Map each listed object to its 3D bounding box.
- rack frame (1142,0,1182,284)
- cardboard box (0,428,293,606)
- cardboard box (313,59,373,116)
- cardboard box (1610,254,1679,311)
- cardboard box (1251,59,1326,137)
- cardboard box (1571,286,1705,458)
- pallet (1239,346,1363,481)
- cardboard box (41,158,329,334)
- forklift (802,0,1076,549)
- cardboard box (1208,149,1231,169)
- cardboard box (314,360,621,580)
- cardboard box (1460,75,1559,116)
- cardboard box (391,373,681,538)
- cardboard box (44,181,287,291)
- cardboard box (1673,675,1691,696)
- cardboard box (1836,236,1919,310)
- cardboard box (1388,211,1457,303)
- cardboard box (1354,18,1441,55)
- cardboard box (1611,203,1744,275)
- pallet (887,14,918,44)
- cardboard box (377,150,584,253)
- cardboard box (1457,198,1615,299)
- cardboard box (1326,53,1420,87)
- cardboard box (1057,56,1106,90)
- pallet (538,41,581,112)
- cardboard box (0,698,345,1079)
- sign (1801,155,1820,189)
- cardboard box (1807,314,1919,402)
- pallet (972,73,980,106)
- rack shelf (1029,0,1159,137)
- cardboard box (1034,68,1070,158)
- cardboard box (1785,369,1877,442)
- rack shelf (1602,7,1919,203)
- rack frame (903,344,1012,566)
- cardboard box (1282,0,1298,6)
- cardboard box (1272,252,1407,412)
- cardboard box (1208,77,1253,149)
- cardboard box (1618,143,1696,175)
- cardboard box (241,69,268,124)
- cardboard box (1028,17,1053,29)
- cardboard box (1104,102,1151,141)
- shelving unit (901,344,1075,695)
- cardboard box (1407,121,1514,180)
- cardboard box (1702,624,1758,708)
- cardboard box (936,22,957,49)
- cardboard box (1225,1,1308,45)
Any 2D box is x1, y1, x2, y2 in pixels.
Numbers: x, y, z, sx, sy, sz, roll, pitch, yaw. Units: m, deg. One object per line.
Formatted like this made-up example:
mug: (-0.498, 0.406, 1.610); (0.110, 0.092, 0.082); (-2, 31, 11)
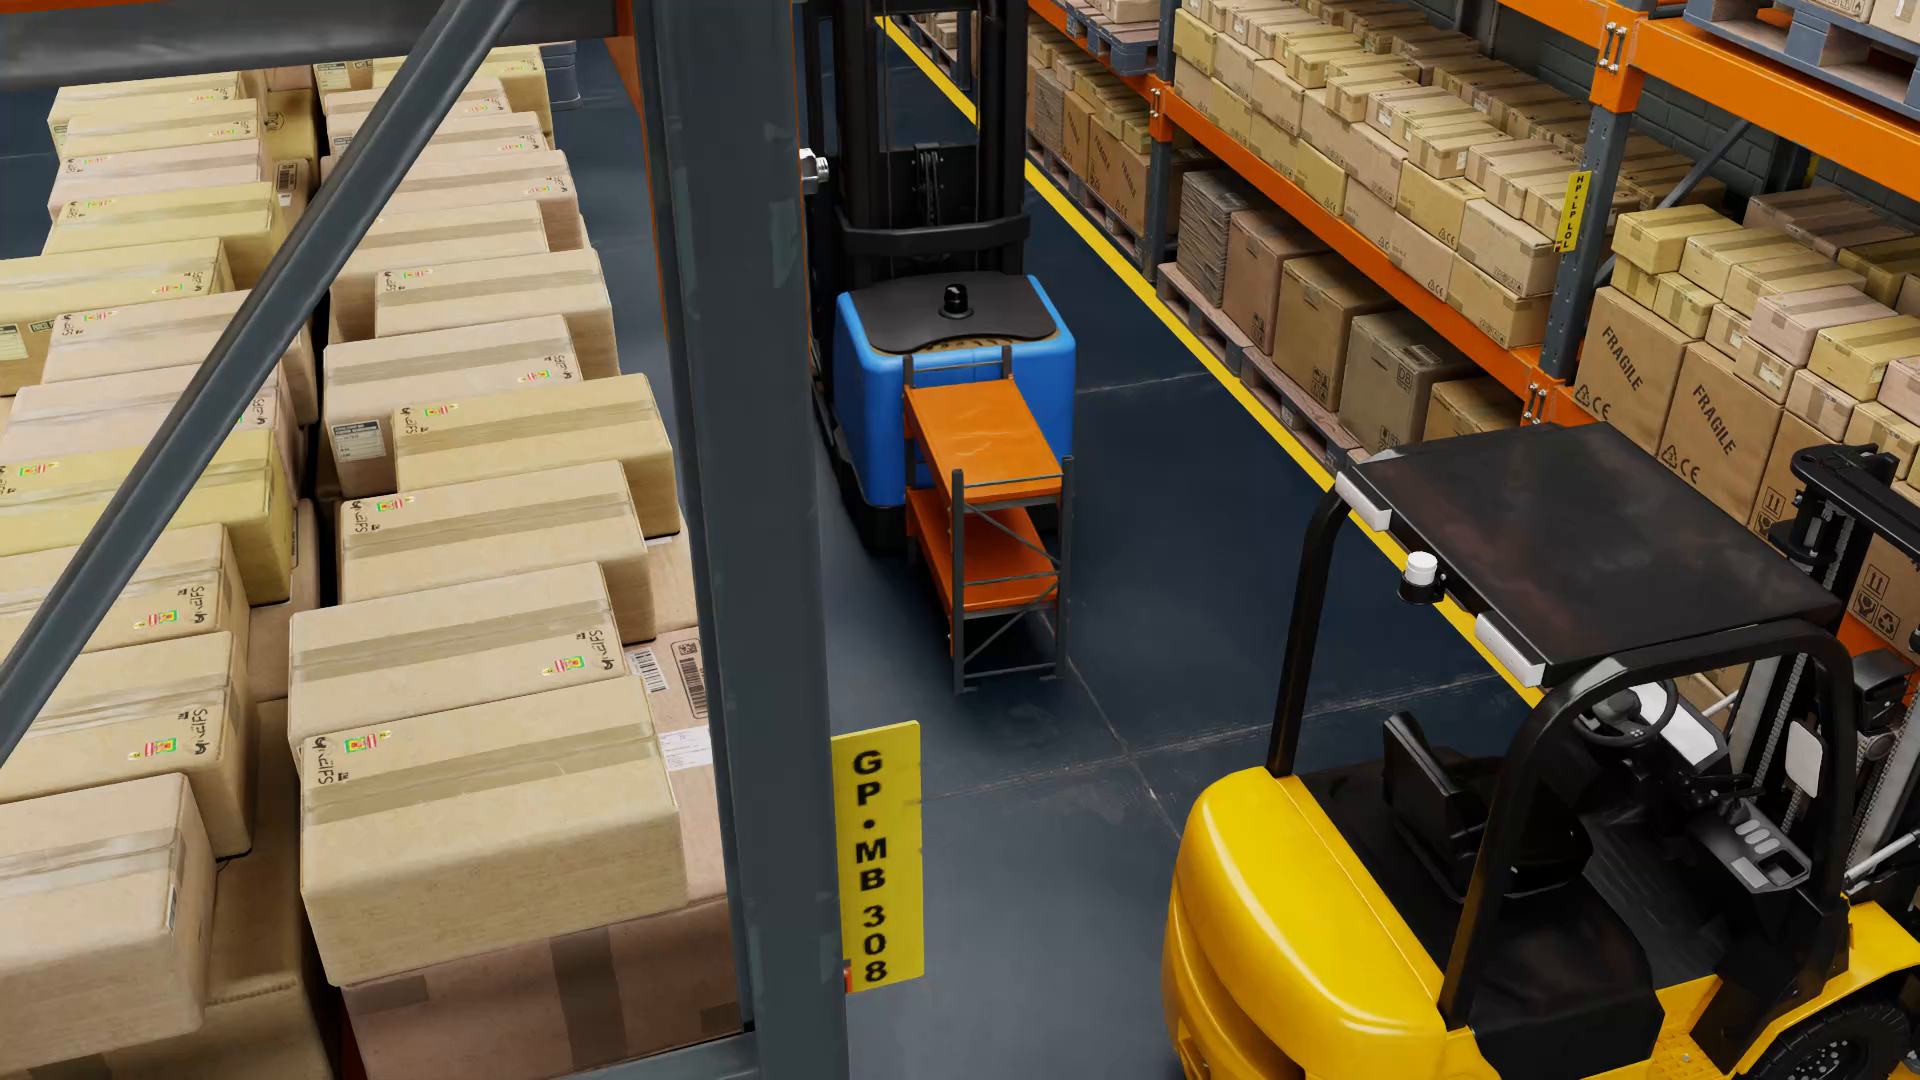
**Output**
rack frame: (1.685, -3.025, 10.106); (1.000, 3.000, 0.127); (-10, 35, -15)
cardboard box: (-1.151, -0.010, 2.327); (0.380, 0.149, 0.250); (-10, 35, -14)
cardboard box: (-1.370, -1.162, 4.072); (0.380, 0.149, 0.250); (-9, 35, -14)
cardboard box: (2.752, -1.025, 6.402); (0.380, 0.149, 0.250); (-11, 35, -15)
cardboard box: (1.882, -2.356, 8.777); (0.500, 0.250, 0.500); (-11, 35, -16)
cardboard box: (2.792, -0.689, 6.482); (0.500, 0.500, 0.500); (-11, 35, -16)
pallet: (2.267, -0.783, 9.243); (1.003, 0.211, 1.213); (-10, 35, -15)
cardboard box: (-1.641, -0.589, 3.566); (0.500, 0.250, 0.500); (-10, 35, -14)
forklift: (-0.265, -1.984, 8.594); (1.130, 2.935, 3.031); (-7, 34, -11)
cardboard box: (1.823, -2.425, 11.086); (0.500, 0.500, 0.500); (-9, 34, -13)
cardboard box: (-0.826, -0.143, 2.890); (0.500, 0.250, 0.500); (-9, 35, -13)
cardboard box: (2.664, -2.136, 8.082); (0.380, 0.149, 0.250); (-10, 35, -15)
cardboard box: (-0.630, -0.103, 2.470); (0.380, 0.149, 0.250); (-10, 35, -15)
cardboard box: (-1.483, -0.545, 3.137); (0.380, 0.149, 0.250); (-9, 35, -14)
cardboard box: (2.914, 0.409, 6.570); (0.500, 0.250, 0.500); (-10, 35, -15)
cardboard box: (3.421, -0.969, 6.046); (0.380, 0.149, 0.250); (-10, 35, -15)
cardboard box: (2.344, -1.345, 7.701); (0.500, 0.250, 0.500); (-10, 35, -15)
cardboard box: (2.331, -2.668, 8.888); (0.380, 0.149, 0.250); (-10, 35, -15)
cardboard box: (2.720, -1.144, 6.311); (0.380, 0.149, 0.250); (-9, 35, -14)
pallet: (-0.119, -4.964, 15.570); (1.003, 0.211, 1.213); (-10, 35, -15)
cardboard box: (-0.952, -0.639, 3.281); (0.380, 0.149, 0.250); (-10, 35, -14)
cardboard box: (2.512, -1.285, 7.157); (0.500, 0.250, 0.500); (-11, 35, -16)
cardboard box: (2.077, -2.324, 8.367); (0.380, 0.149, 0.250); (-10, 35, -15)
cardboard box: (0.915, -3.345, 11.890); (0.380, 0.149, 0.250); (-12, 35, -17)
pallet: (-1.908, -1.603, 5.404); (1.213, 0.211, 1.003); (-10, 35, -15)
cardboard box: (-1.013, 0.476, 1.954); (0.500, 0.250, 0.500); (-10, 35, -15)
sign: (3.433, -1.413, 6.810); (0.100, 0.325, 0.005); (-10, 35, -15)
cardboard box: (3.058, -0.605, 5.496); (0.380, 0.149, 0.250); (-11, 35, -15)
pallet: (0.749, -3.541, 13.417); (1.003, 0.211, 1.213); (-10, 35, -15)
rack shelf: (1.075, -3.774, 11.894); (1.077, 0.370, 4.000); (-10, 35, -15)
cardboard box: (0.870, -3.151, 12.184); (0.500, 0.500, 0.500); (-11, 35, -16)
cardboard box: (3.022, -0.477, 5.573); (0.380, 0.149, 0.250); (-10, 35, -15)
rack shelf: (3.515, -0.826, 4.710); (1.077, 0.370, 4.000); (-10, 35, -15)
rack frame: (-0.009, -0.382, 7.807); (0.500, 1.125, 0.032); (-7, 34, -11)
cardboard box: (1.977, -3.200, 9.693); (0.380, 0.149, 0.250); (-9, 34, -13)
cardboard box: (2.275, -1.184, 9.094); (0.875, 0.625, 0.625); (-11, 35, -17)
cardboard box: (1.736, -2.423, 9.332); (0.500, 0.250, 0.500); (-11, 35, -16)
cardboard box: (2.970, -1.607, 7.282); (0.380, 0.149, 0.250); (-11, 35, -16)
cardboard box: (-1.857, -1.075, 3.940); (0.380, 0.149, 0.250); (-11, 35, -16)
cardboard box: (0.665, -3.888, 12.711); (0.380, 0.149, 0.250); (-11, 35, -16)
cardboard box: (1.180, -2.782, 11.038); (0.380, 0.149, 0.250); (-12, 35, -17)
shelving unit: (0.103, -0.108, 7.394); (0.538, 1.125, 1.048); (-7, 34, -11)
cardboard box: (2.263, -1.764, 7.520); (0.380, 0.149, 0.250); (-11, 35, -16)
cardboard box: (3.063, 0.467, 6.029); (0.500, 0.250, 0.500); (-9, 34, -13)
cardboard box: (0.015, -4.354, 14.323); (0.380, 0.149, 0.250); (-11, 35, -16)
cardboard box: (1.687, -2.849, 9.162); (0.380, 0.149, 0.250); (-9, 35, -13)
